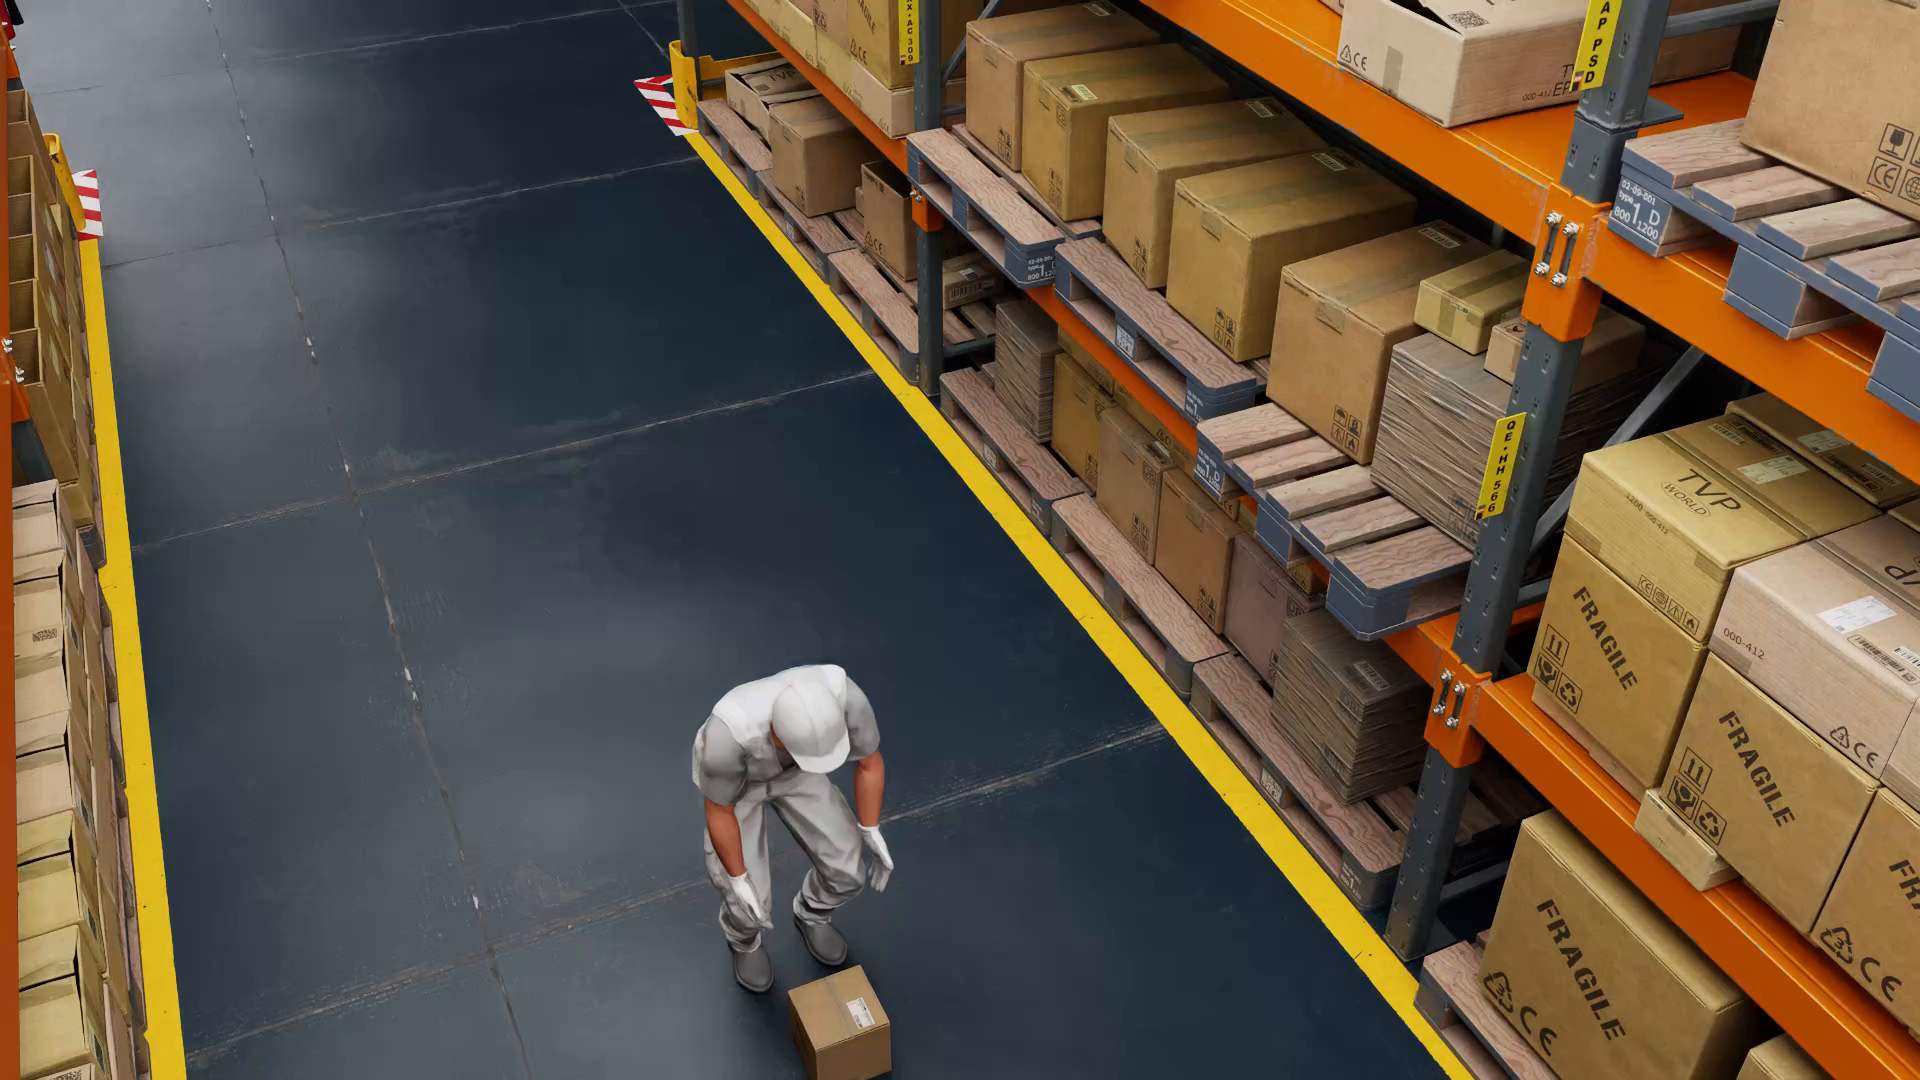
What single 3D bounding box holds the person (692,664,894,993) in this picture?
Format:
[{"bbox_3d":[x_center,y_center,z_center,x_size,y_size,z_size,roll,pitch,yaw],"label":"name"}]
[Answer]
[{"bbox_3d":[-0.535,0.861,5.274,0.583,1.442,0.750,-16,40,-20],"label":"person"}]
